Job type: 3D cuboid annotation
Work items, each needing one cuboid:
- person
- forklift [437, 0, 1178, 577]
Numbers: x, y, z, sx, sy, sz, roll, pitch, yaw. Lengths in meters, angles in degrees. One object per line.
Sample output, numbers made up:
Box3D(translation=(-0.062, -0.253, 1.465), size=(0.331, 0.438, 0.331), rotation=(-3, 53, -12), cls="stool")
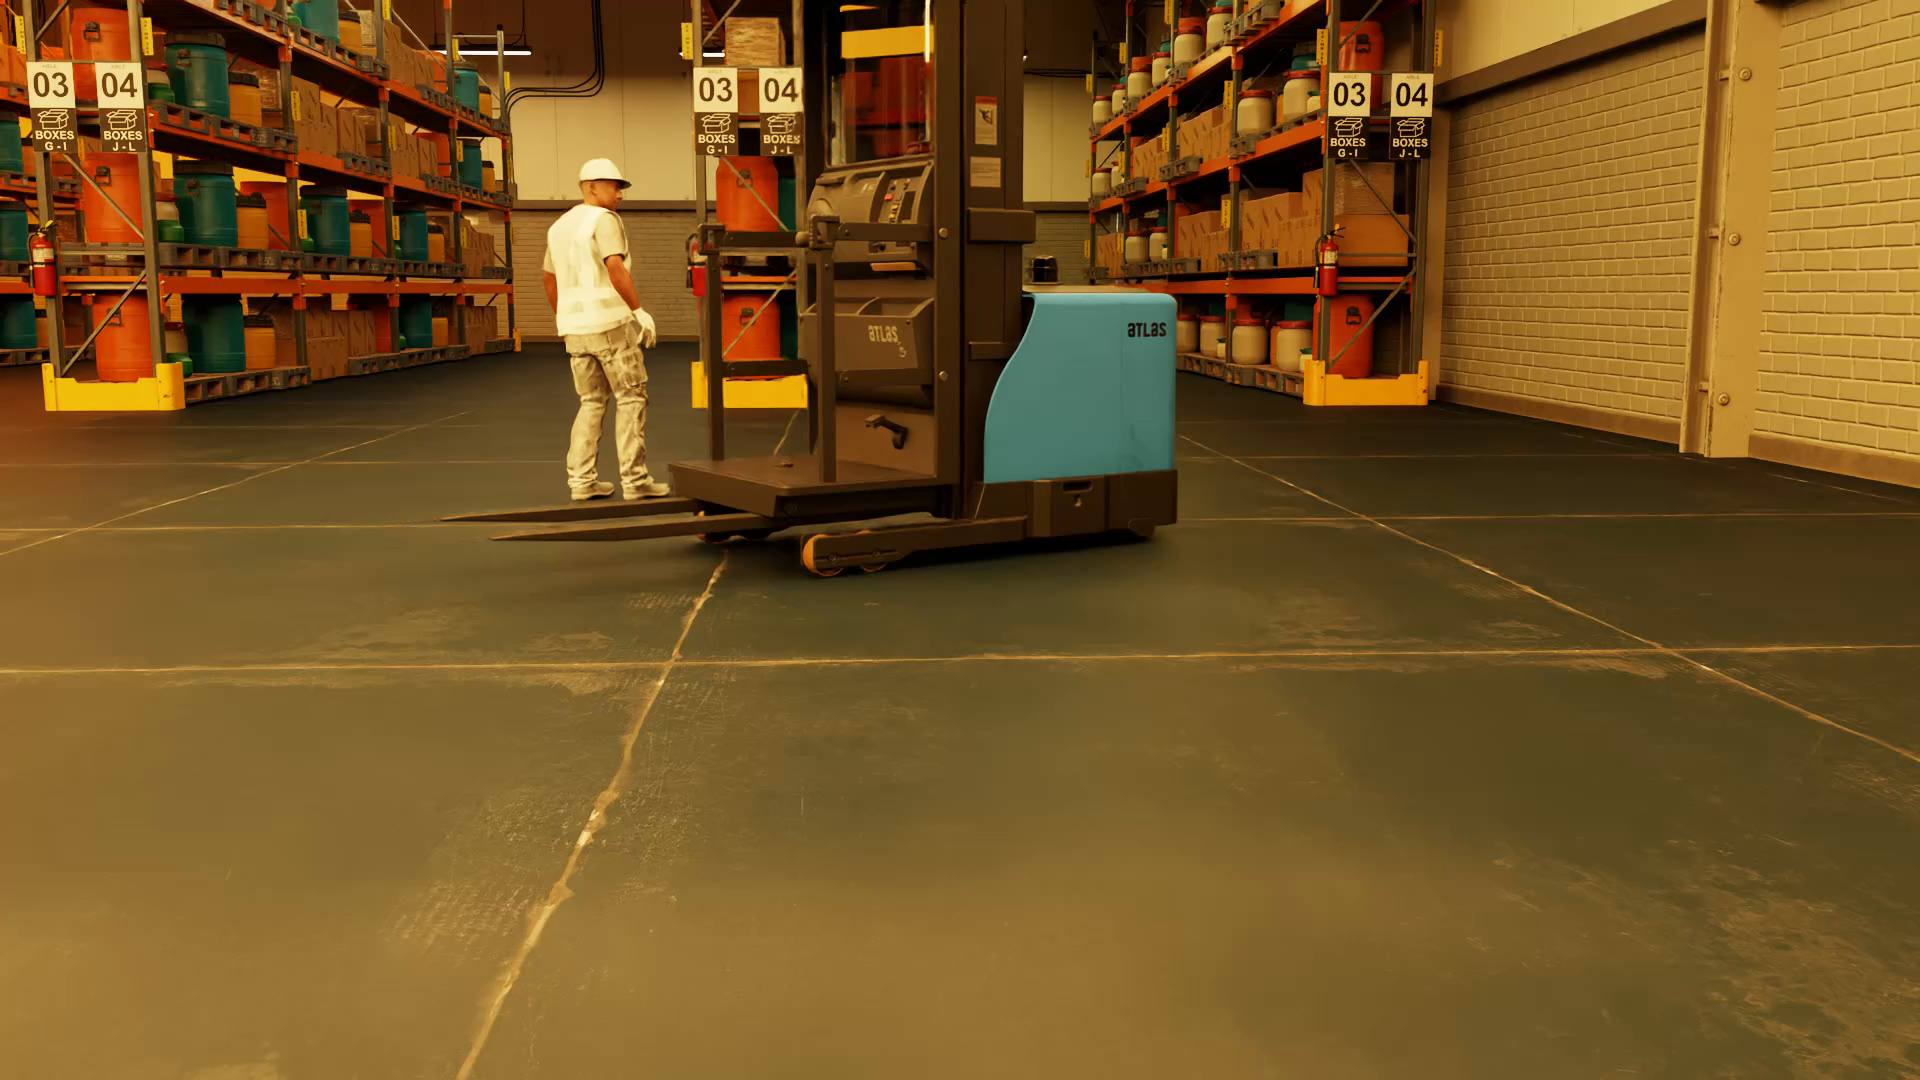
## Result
Box3D(translation=(-1.837, -1.100, 8.714), size=(0.764, 1.767, 0.499), rotation=(7, 11, 38), cls="person")
Box3D(translation=(-0.556, -1.396, 6.734), size=(3.031, 2.935, 1.130), rotation=(-6, 10, -33), cls="forklift")
